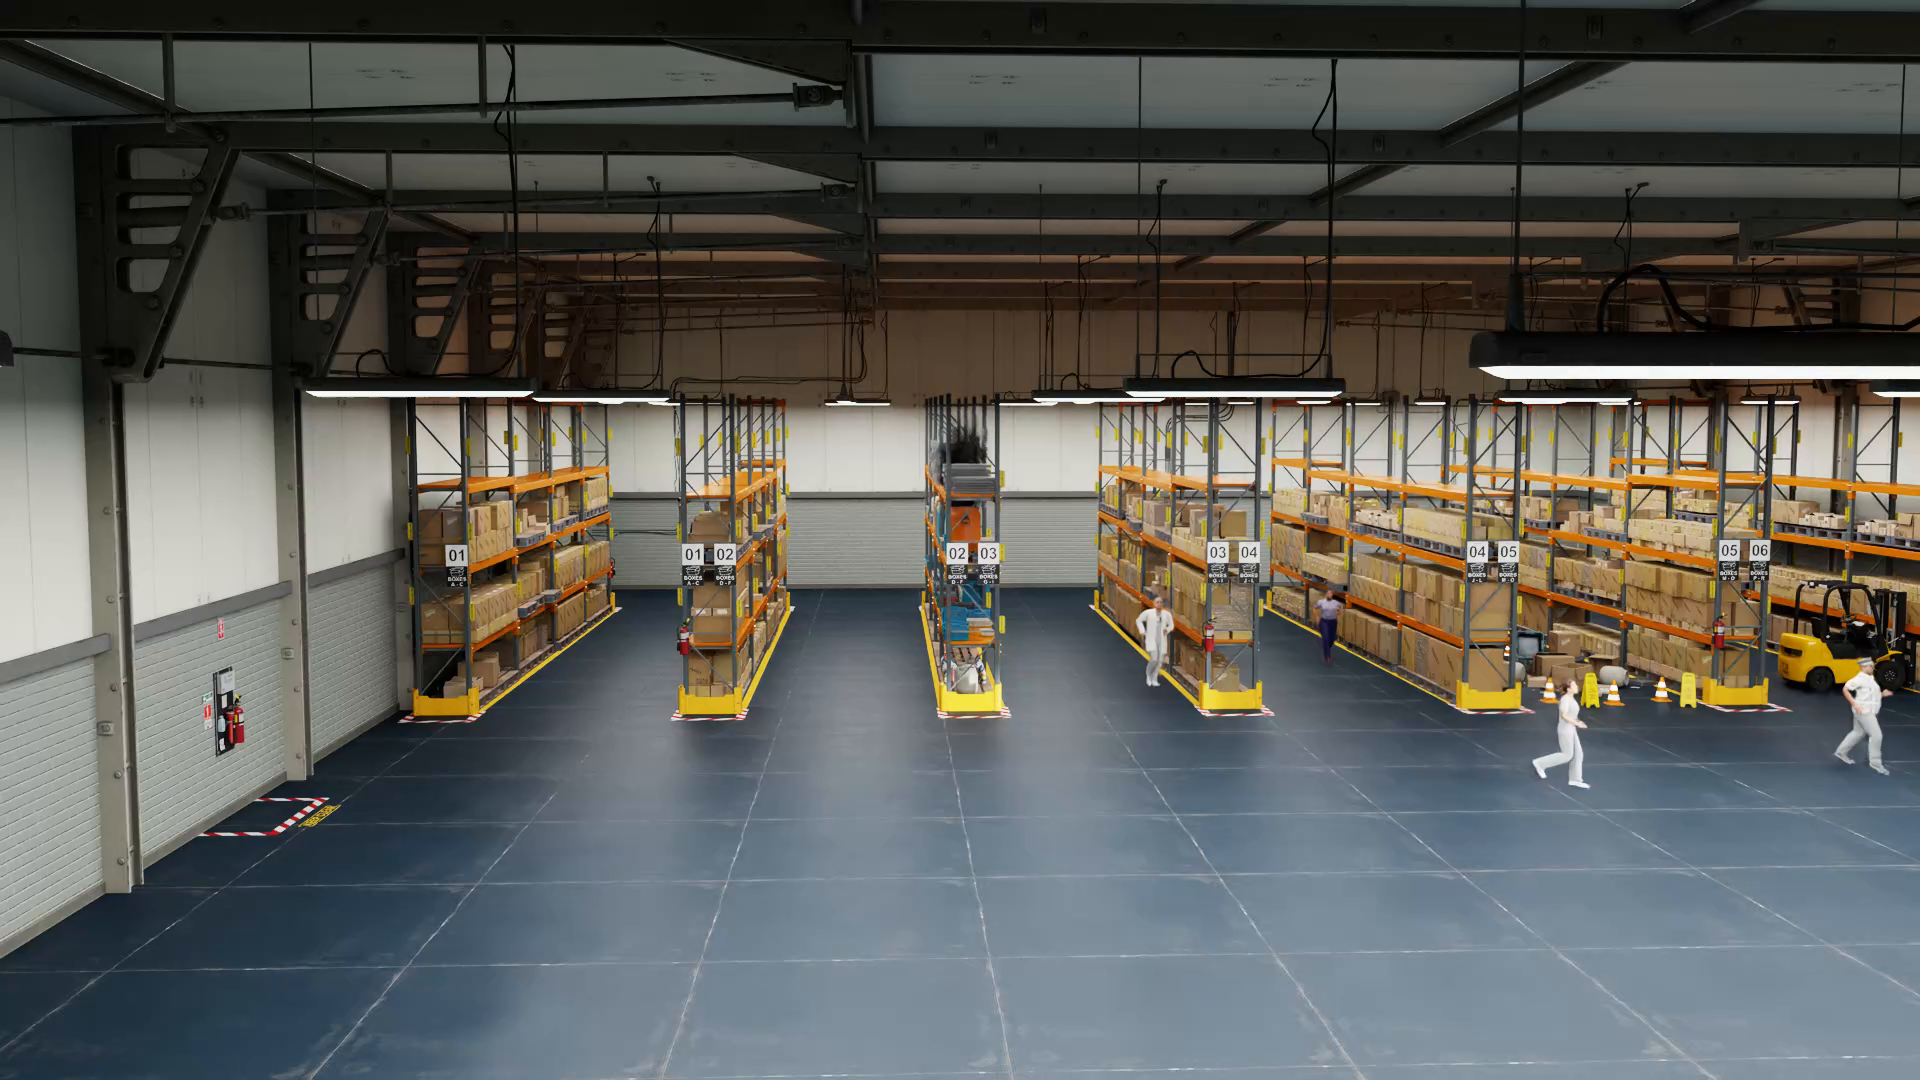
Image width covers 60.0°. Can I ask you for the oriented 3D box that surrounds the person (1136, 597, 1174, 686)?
[{"bbox_3d":[3.856,1.998,32.508,0.703,1.757,0.633,-1,5,-11],"label":"person"}]

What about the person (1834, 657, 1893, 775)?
[{"bbox_3d":[14.322,2.753,26.332,0.819,1.839,0.640,3,6,37],"label":"person"}]

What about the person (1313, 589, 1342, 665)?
[{"bbox_3d":[8.297,1.930,37.438,0.594,1.671,0.877,-1,5,-8],"label":"person"}]

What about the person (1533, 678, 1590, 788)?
[{"bbox_3d":[9.163,2.917,25.260,0.820,1.662,0.575,2,5,26],"label":"person"}]
